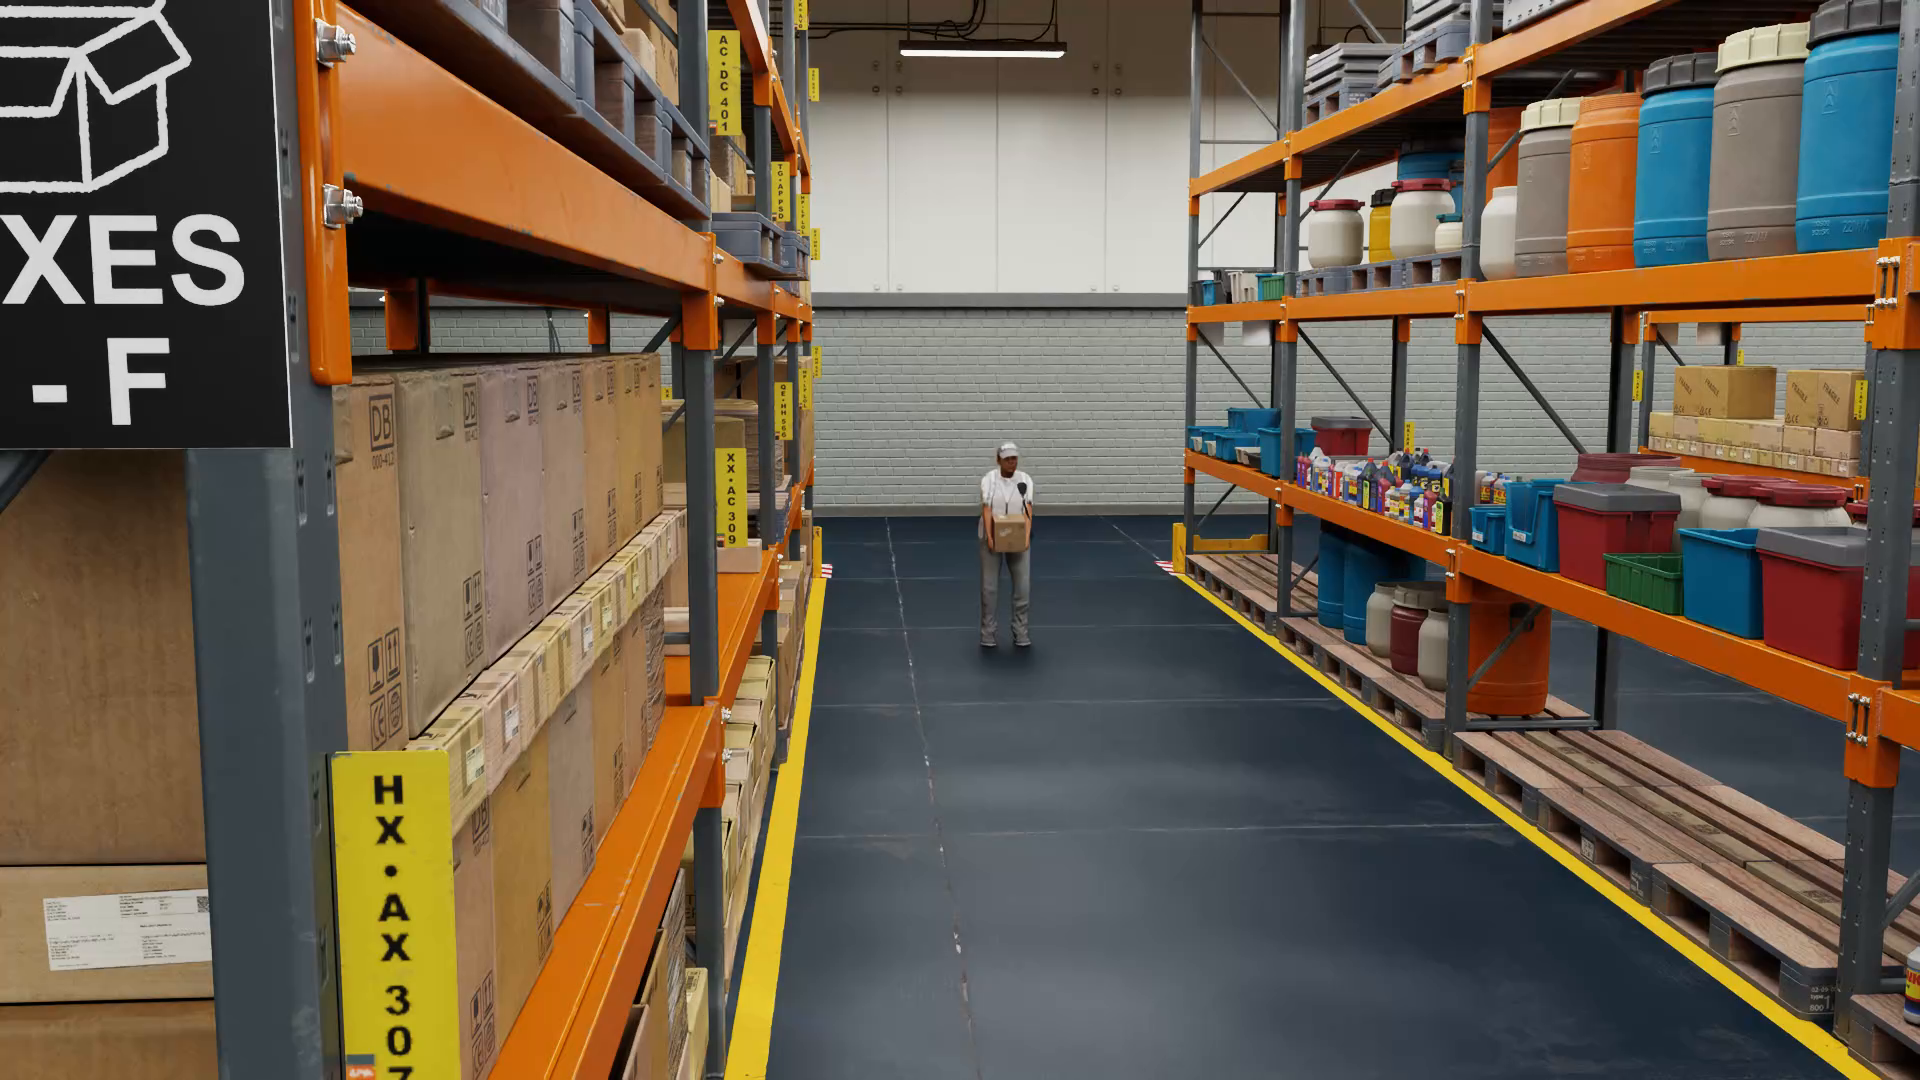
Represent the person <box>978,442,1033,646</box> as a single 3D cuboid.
[{"bbox_3d":[0.380,0.036,13.501,0.452,1.661,0.553,-1,7,-5],"label":"person"}]
